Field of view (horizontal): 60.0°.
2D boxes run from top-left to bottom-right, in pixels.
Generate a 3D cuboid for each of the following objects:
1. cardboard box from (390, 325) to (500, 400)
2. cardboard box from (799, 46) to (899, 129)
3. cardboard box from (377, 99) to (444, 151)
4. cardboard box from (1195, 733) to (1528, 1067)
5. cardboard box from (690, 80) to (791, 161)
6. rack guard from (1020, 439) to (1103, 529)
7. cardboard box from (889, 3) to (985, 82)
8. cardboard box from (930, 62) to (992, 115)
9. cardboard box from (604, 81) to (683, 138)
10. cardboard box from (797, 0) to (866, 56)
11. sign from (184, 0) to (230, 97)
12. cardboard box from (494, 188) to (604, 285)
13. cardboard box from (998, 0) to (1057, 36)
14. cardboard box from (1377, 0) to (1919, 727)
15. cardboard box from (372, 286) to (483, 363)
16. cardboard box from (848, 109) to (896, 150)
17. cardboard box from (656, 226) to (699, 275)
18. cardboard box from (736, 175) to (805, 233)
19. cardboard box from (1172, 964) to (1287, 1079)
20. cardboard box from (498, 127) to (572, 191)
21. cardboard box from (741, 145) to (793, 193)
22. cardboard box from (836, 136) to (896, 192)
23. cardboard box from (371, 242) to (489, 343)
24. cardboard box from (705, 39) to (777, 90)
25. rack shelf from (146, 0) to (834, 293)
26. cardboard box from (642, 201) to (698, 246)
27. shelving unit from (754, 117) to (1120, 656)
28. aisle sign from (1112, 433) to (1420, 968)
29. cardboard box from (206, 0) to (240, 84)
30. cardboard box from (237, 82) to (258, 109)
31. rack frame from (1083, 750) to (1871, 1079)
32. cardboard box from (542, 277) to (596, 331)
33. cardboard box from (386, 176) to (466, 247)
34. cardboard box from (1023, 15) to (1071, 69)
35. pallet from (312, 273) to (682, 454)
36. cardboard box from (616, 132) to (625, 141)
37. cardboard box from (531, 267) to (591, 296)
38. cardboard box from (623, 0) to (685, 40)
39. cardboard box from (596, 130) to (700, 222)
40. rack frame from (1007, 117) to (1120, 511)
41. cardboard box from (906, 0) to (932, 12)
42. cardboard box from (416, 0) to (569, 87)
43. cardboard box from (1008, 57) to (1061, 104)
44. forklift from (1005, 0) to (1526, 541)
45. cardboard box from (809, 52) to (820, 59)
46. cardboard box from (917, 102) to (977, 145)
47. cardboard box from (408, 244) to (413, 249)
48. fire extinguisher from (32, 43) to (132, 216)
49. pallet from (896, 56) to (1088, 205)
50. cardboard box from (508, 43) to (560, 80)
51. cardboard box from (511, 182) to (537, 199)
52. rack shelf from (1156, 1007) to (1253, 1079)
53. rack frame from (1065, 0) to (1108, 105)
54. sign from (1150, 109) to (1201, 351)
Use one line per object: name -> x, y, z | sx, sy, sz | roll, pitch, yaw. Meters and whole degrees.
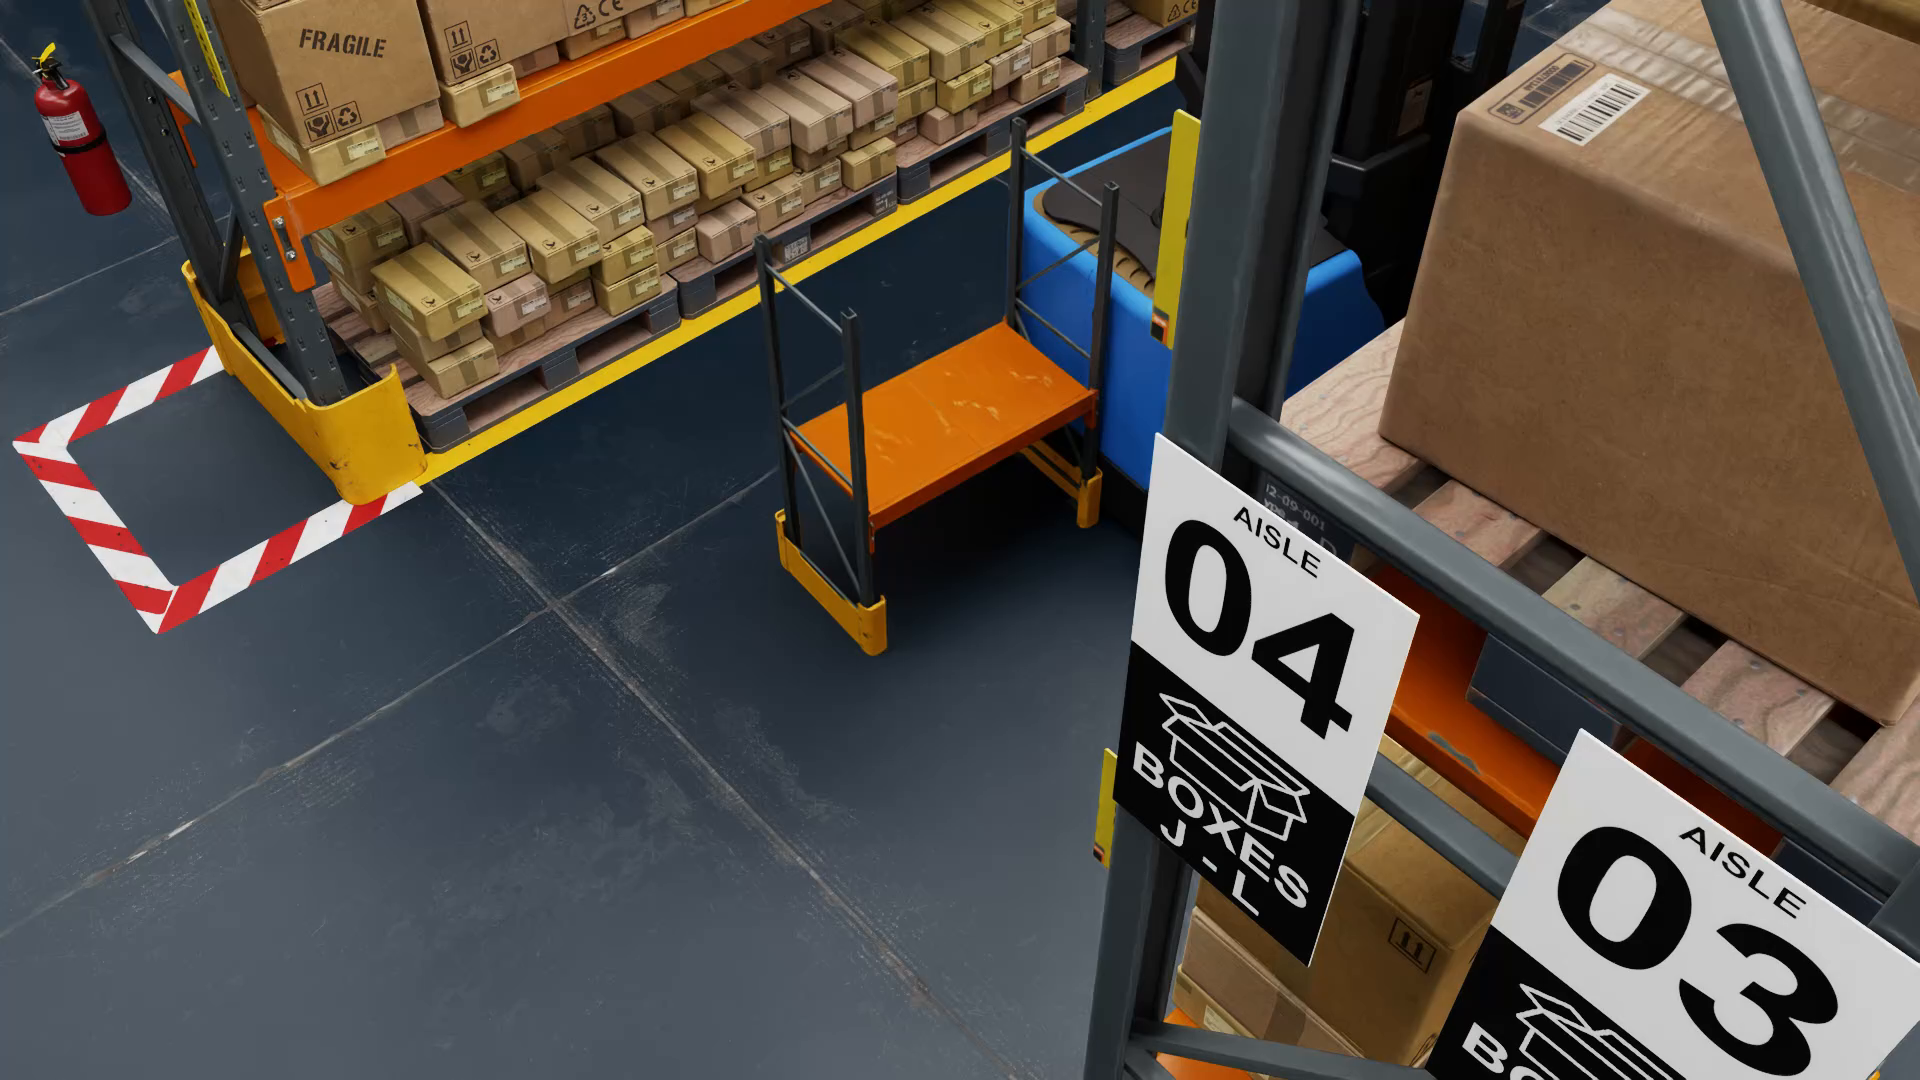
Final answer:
cardboard box -> -2.032, -0.755, 6.559 | 0.250, 0.149, 0.380 | -33, 55, -26
cardboard box -> -0.488, -1.987, 7.292 | 0.380, 0.149, 0.250 | 36, 57, 29
cardboard box -> -2.014, -1.539, 5.800 | 0.250, 0.149, 0.380 | -32, 55, -26
cardboard box -> 0.811, 0.565, 3.077 | 0.500, 0.500, 0.500 | -33, 55, -27
cardboard box -> -0.937, -1.784, 7.104 | 0.250, 0.149, 0.380 | -34, 56, -27
rack guard -> 0.322, -0.309, 6.365 | 0.087, 0.250, 0.587 | -30, 54, -25
cardboard box -> -0.105, -2.257, 7.541 | 0.250, 0.149, 0.380 | -34, 56, -27
cardboard box -> -0.073, -2.137, 7.633 | 0.250, 0.149, 0.380 | -36, 57, -28
cardboard box -> -1.418, -1.888, 7.200 | 0.250, 0.149, 0.380 | -36, 57, -28
cardboard box -> -0.645, -2.394, 7.668 | 0.250, 0.149, 0.380 | -35, 56, -28
sign -> -2.270, -1.493, 4.997 | 0.005, 0.325, 0.100 | -34, 56, -27
cardboard box -> -1.623, -1.202, 6.568 | 0.250, 0.149, 0.380 | -34, 56, -27
cardboard box -> 0.236, -2.532, 7.794 | 0.250, 0.149, 0.380 | -32, 55, -26
cardboard box -> 0.976, -0.261, 1.987 | 0.700, 0.500, 0.500 | 36, 57, 28
cardboard box -> -2.075, -0.890, 6.482 | 0.250, 0.149, 0.380 | -32, 55, -26
cardboard box -> -0.500, -1.930, 7.441 | 0.250, 0.149, 0.380 | -32, 55, -26
cardboard box -> -1.327, -1.300, 7.062 | 0.250, 0.149, 0.380 | -34, 56, -27
cardboard box -> -0.896, -1.527, 7.272 | 0.250, 0.149, 0.380 | -34, 56, -27
cardboard box -> 0.669, 0.983, 3.473 | 0.250, 0.149, 0.380 | -33, 55, -27
cardboard box -> -1.849, -1.655, 6.985 | 0.250, 0.149, 0.380 | -36, 57, -28
cardboard box -> -0.938, -1.699, 7.229 | 0.250, 0.149, 0.380 | -31, 55, -26
cardboard box -> -0.502, -1.756, 7.484 | 0.250, 0.149, 0.380 | -34, 56, -27
cardboard box -> -2.019, -0.946, 6.331 | 0.250, 0.149, 0.380 | -36, 57, -29
cardboard box -> -1.034, -2.133, 7.427 | 0.250, 0.149, 0.380 | -36, 57, -28
rack shelf -> -1.155, -2.239, 6.764 | 4.000, 0.370, 1.077 | -34, 56, -27
cardboard box -> -1.317, -1.415, 6.966 | 0.380, 0.149, 0.250 | 36, 57, 29
shelving unit -> -0.070, -0.506, 5.697 | 1.083, 1.500, 0.587 | -30, 54, -25
aisle sign -> 0.372, 0.244, 2.215 | 0.004, 0.787, 0.394 | -34, 56, -27
cardboard box -> -2.476, -1.991, 5.776 | 0.500, 0.500, 0.500 | -33, 55, -26
cardboard box -> -2.584, -1.724, 5.970 | 0.250, 0.149, 0.380 | -34, 56, -27
rack frame -> 0.627, 1.253, 3.053 | 0.127, 3.000, 1.000 | -34, 56, -27
cardboard box -> -1.714, -1.055, 6.837 | 0.250, 0.149, 0.380 | -33, 55, -27
cardboard box -> -2.189, -1.364, 6.717 | 0.250, 0.149, 0.380 | -33, 55, -26
cardboard box -> 0.305, -2.420, 7.893 | 0.250, 0.149, 0.380 | -33, 55, -26
pallet -> -1.954, -0.968, 7.000 | 1.213, 0.211, 1.003 | -34, 56, -27
cardboard box -> -1.477, -1.824, 7.344 | 0.250, 0.149, 0.380 | -31, 55, -25
cardboard box -> -1.712, -1.164, 6.735 | 0.250, 0.149, 0.380 | -33, 55, -27
cardboard box -> -1.261, -2.073, 6.293 | 0.250, 0.149, 0.380 | -35, 56, -28
cardboard box -> -1.284, -1.502, 6.844 | 0.250, 0.149, 0.380 | -32, 55, -26
rack frame -> 0.337, -0.741, 5.913 | 0.032, 1.500, 0.500 | -30, 54, -25
cardboard box -> -0.313, -2.688, 7.938 | 0.250, 0.149, 0.380 | -31, 55, -26
cardboard box -> -1.738, -1.979, 5.765 | 0.500, 0.500, 0.500 | -34, 56, -27
cardboard box -> 0.264, -2.268, 7.956 | 0.250, 0.149, 0.380 | -33, 55, -27
forklift -> 1.639, -1.850, 5.963 | 3.031, 2.935, 1.130 | -29, 54, -24
cardboard box -> -0.644, -2.297, 7.780 | 0.380, 0.149, 0.250 | 36, 57, 29
cardboard box -> -0.137, -2.020, 7.726 | 0.250, 0.149, 0.380 | -36, 57, -28
cardboard box -> -2.207, -1.287, 6.848 | 0.250, 0.149, 0.380 | -35, 56, -28
fire extinguisher -> -3.132, -1.468, 5.870 | 0.183, 0.674, 0.296 | -34, 56, -27
pallet -> -0.149, -2.175, 8.113 | 1.213, 0.211, 1.003 | -34, 56, -27
cardboard box -> -1.680, -1.846, 6.083 | 0.250, 0.149, 0.380 | -31, 55, -26
cardboard box -> -1.785, -1.522, 7.065 | 0.250, 0.149, 0.380 | -34, 56, -28
rack shelf -> 2.107, 0.508, 4.230 | 4.000, 0.370, 1.077 | -34, 56, -27
rack frame -> 0.325, -3.472, 7.412 | 0.127, 3.000, 1.000 | -34, 56, -27
sign -> 0.272, -0.340, 1.933 | 0.005, 0.325, 0.100 | -34, 56, -27
